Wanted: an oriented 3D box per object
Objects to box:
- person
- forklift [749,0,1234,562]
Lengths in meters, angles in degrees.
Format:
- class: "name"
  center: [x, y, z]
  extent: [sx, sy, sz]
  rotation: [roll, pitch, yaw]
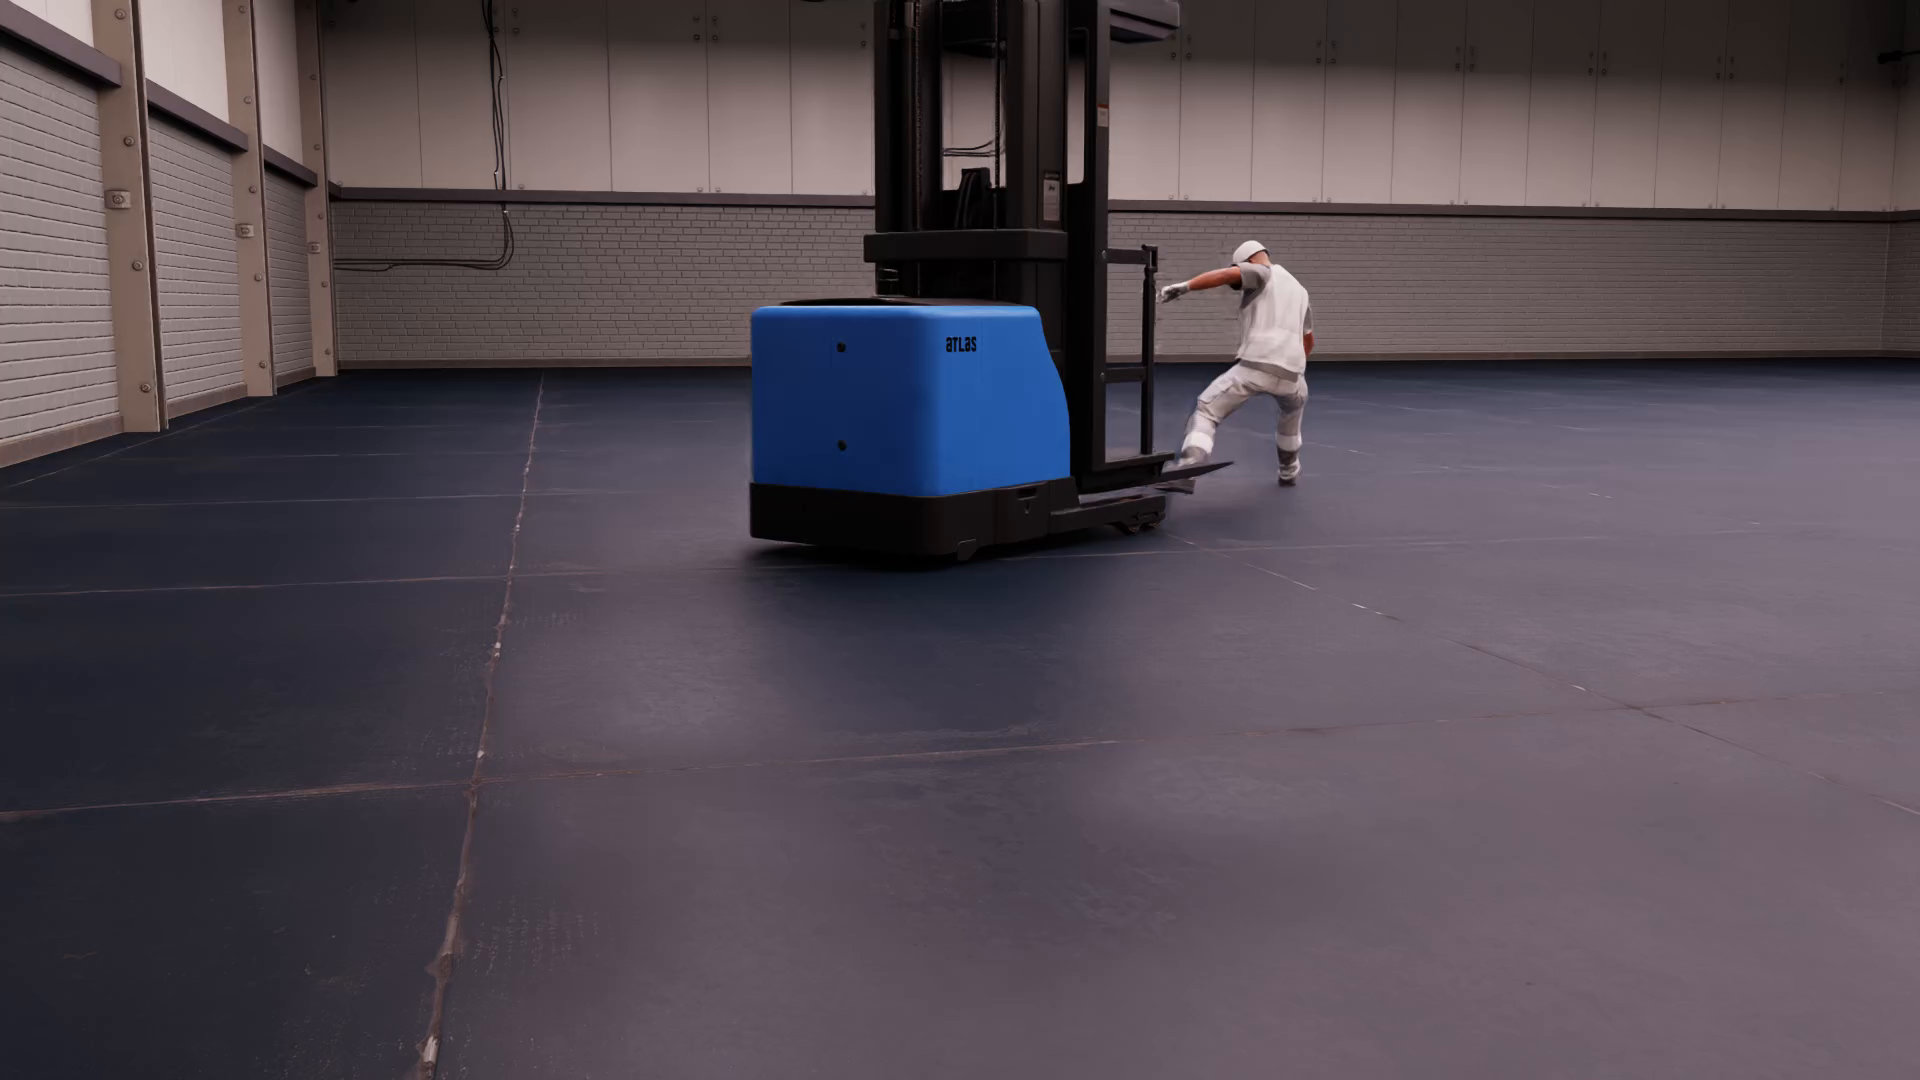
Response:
- class: "person"
  center: [1.611, -0.986, 9.579]
  extent: [1.311, 1.469, 0.769]
  rotation: [-4, 9, -24]
- class: "forklift"
  center: [0.352, -1.523, 8.011]
  extent: [1.130, 2.935, 3.031]
  rotation: [6, 10, 36]
